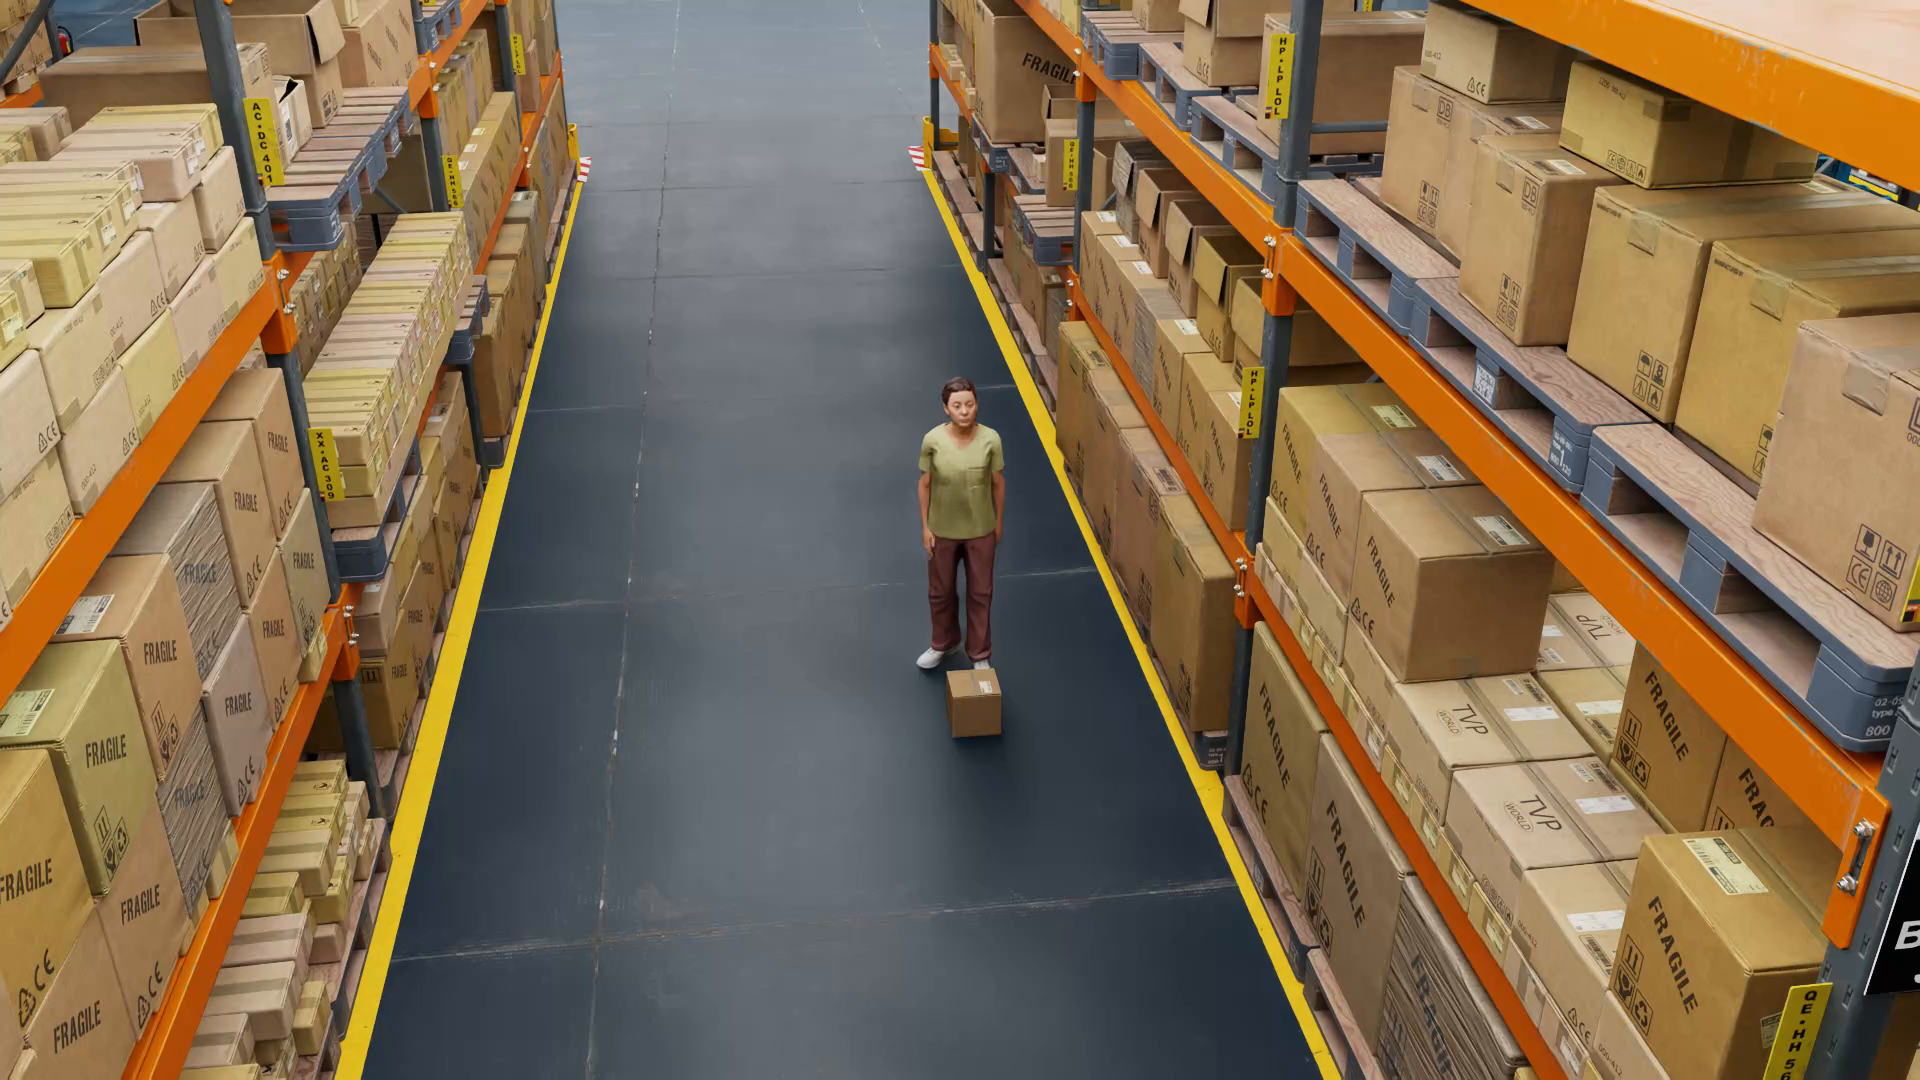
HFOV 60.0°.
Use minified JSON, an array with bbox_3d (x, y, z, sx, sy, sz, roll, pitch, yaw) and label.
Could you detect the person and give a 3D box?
[{"bbox_3d":[-0.001,-0.050,8.677,0.470,1.671,0.403,0,27,0],"label":"person"}]
